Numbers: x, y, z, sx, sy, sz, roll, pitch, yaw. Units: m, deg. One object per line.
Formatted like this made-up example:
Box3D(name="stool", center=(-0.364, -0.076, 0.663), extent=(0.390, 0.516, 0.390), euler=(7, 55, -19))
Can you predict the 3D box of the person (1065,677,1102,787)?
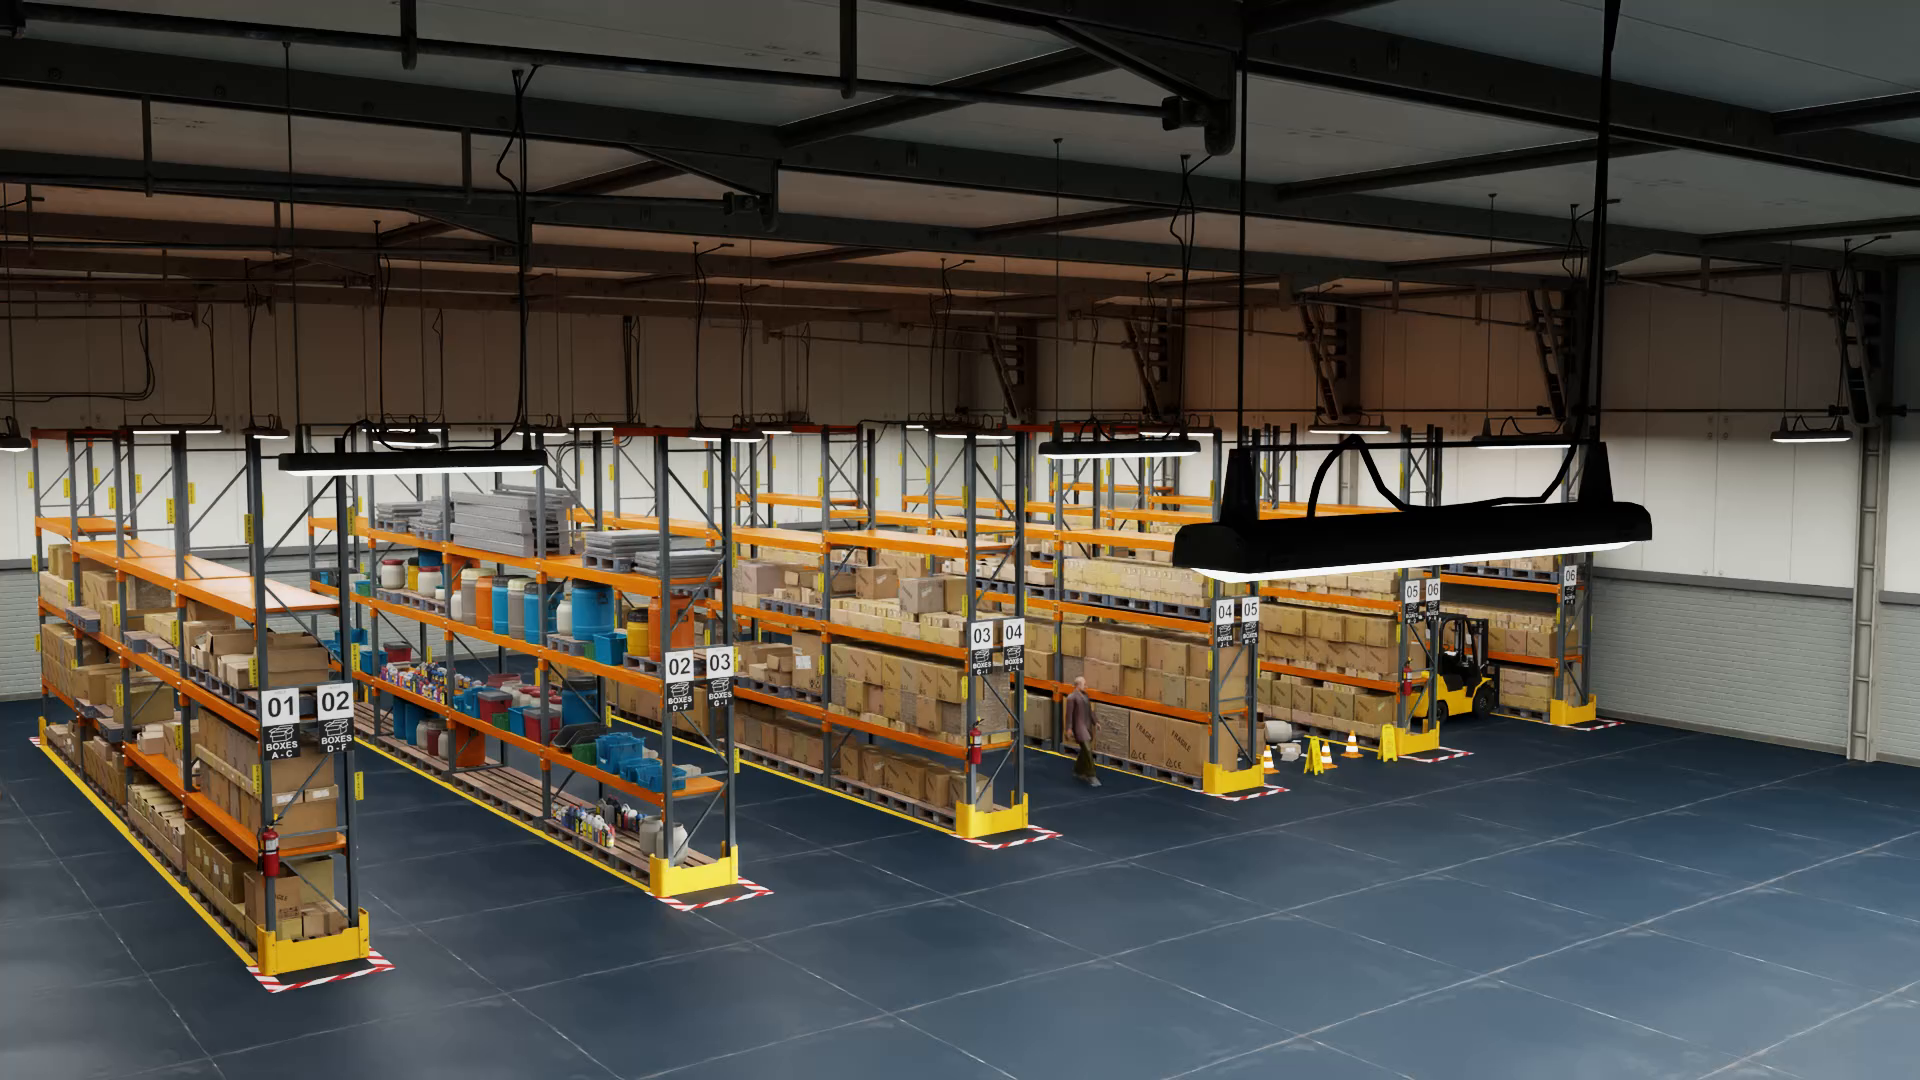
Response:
Box3D(name="person", center=(2.179, 3.241, 28.257), extent=(0.727, 1.804, 0.608), euler=(3, 6, 36))
